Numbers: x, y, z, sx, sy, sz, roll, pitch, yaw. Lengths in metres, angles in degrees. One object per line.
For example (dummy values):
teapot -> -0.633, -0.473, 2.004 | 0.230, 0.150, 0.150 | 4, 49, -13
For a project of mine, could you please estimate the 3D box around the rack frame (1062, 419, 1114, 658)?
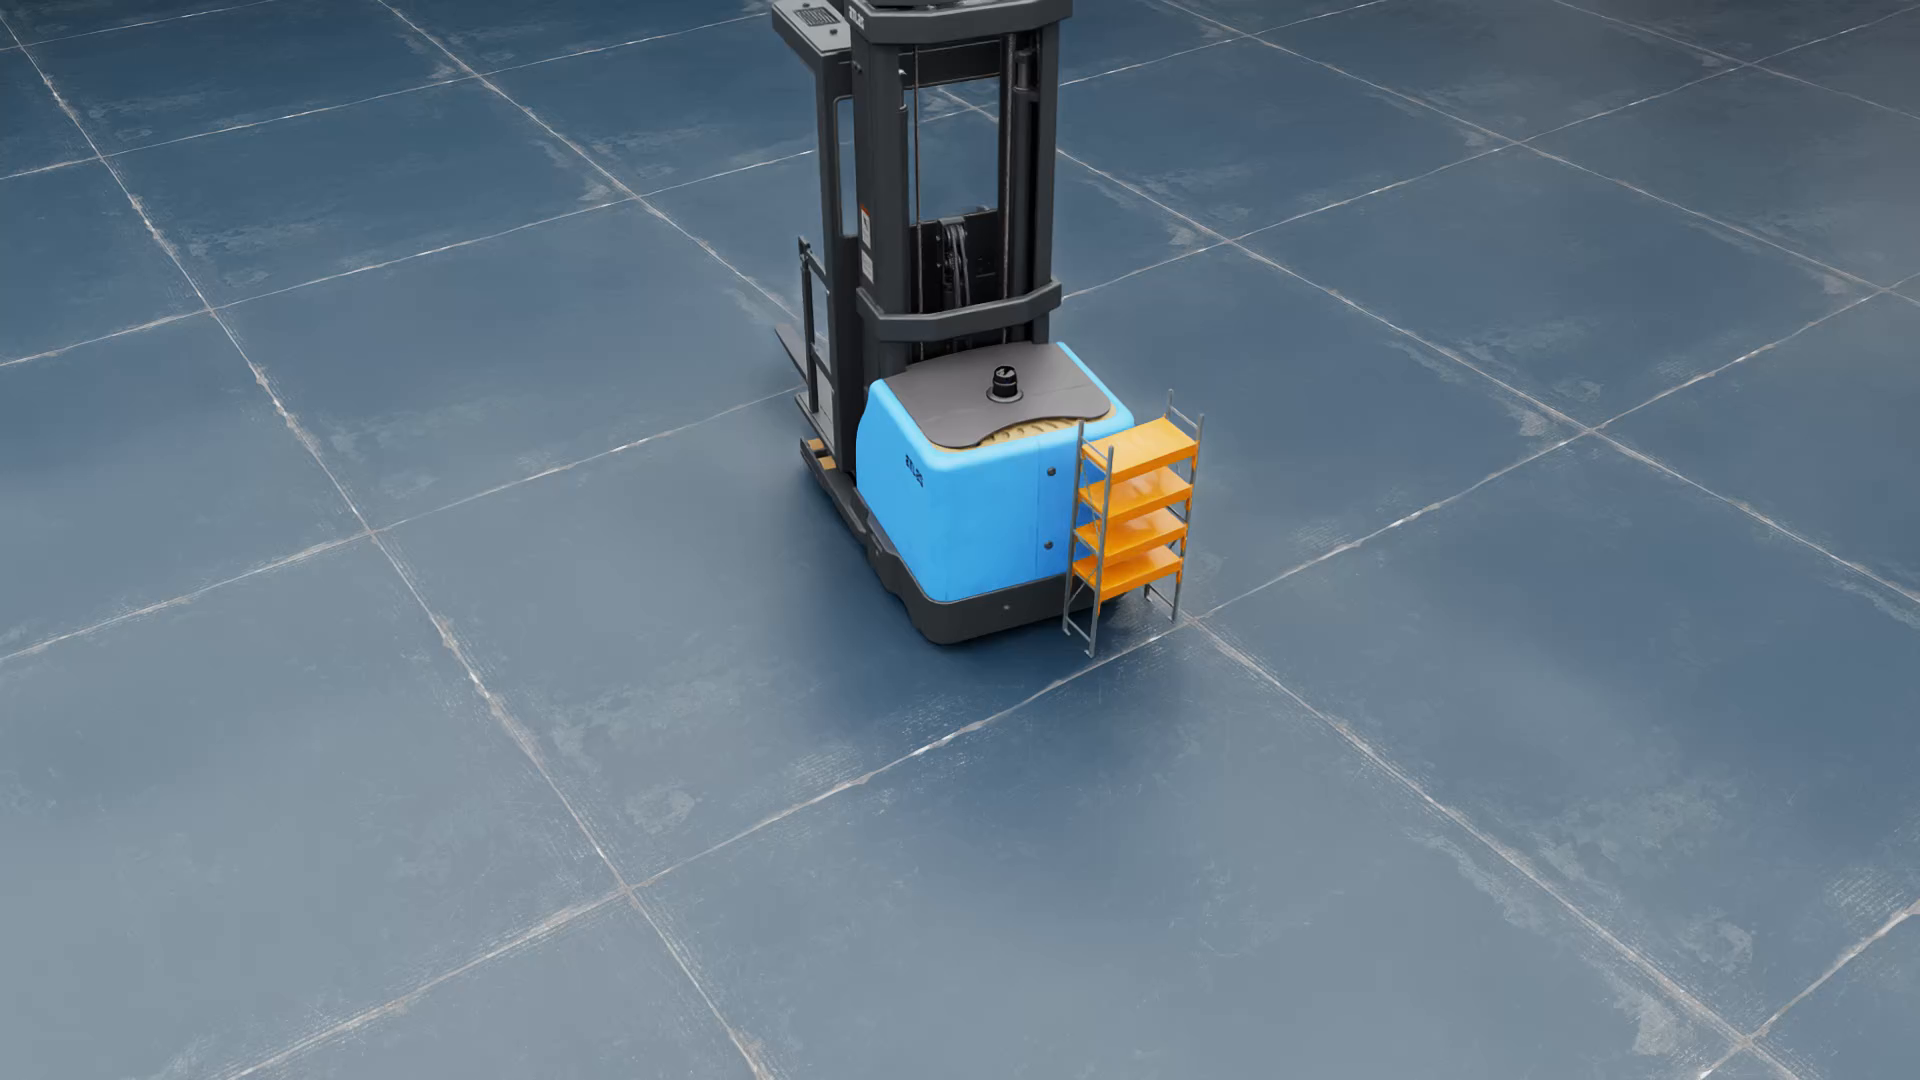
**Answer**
rack frame -> 0.572, 0.016, 7.504 | 0.015, 1.200, 0.240 | -20, 43, -26

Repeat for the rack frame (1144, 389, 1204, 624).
rack frame -> 0.985, -0.136, 7.715 | 0.015, 1.200, 0.240 | -20, 43, -26

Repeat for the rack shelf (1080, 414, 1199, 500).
rack shelf -> 0.788, -0.370, 7.368 | 0.480, 0.148, 0.258 | -20, 43, -26

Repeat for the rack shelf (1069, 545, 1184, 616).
rack shelf -> 0.772, 0.150, 7.772 | 0.480, 0.148, 0.258 | -20, 43, -26

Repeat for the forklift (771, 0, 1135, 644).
forklift -> -0.222, -1.560, 8.222 | 1.130, 2.935, 3.031 | -14, 38, -18

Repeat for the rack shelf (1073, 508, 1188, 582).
rack shelf -> 0.777, -0.007, 7.651 | 0.480, 0.148, 0.258 | -20, 43, -26

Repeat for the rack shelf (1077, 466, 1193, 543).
rack shelf -> 0.782, -0.183, 7.513 | 0.480, 0.148, 0.258 | -20, 43, -26

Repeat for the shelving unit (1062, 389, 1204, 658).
shelving unit -> 0.779, -0.060, 7.609 | 0.503, 1.200, 0.258 | -20, 43, -26
